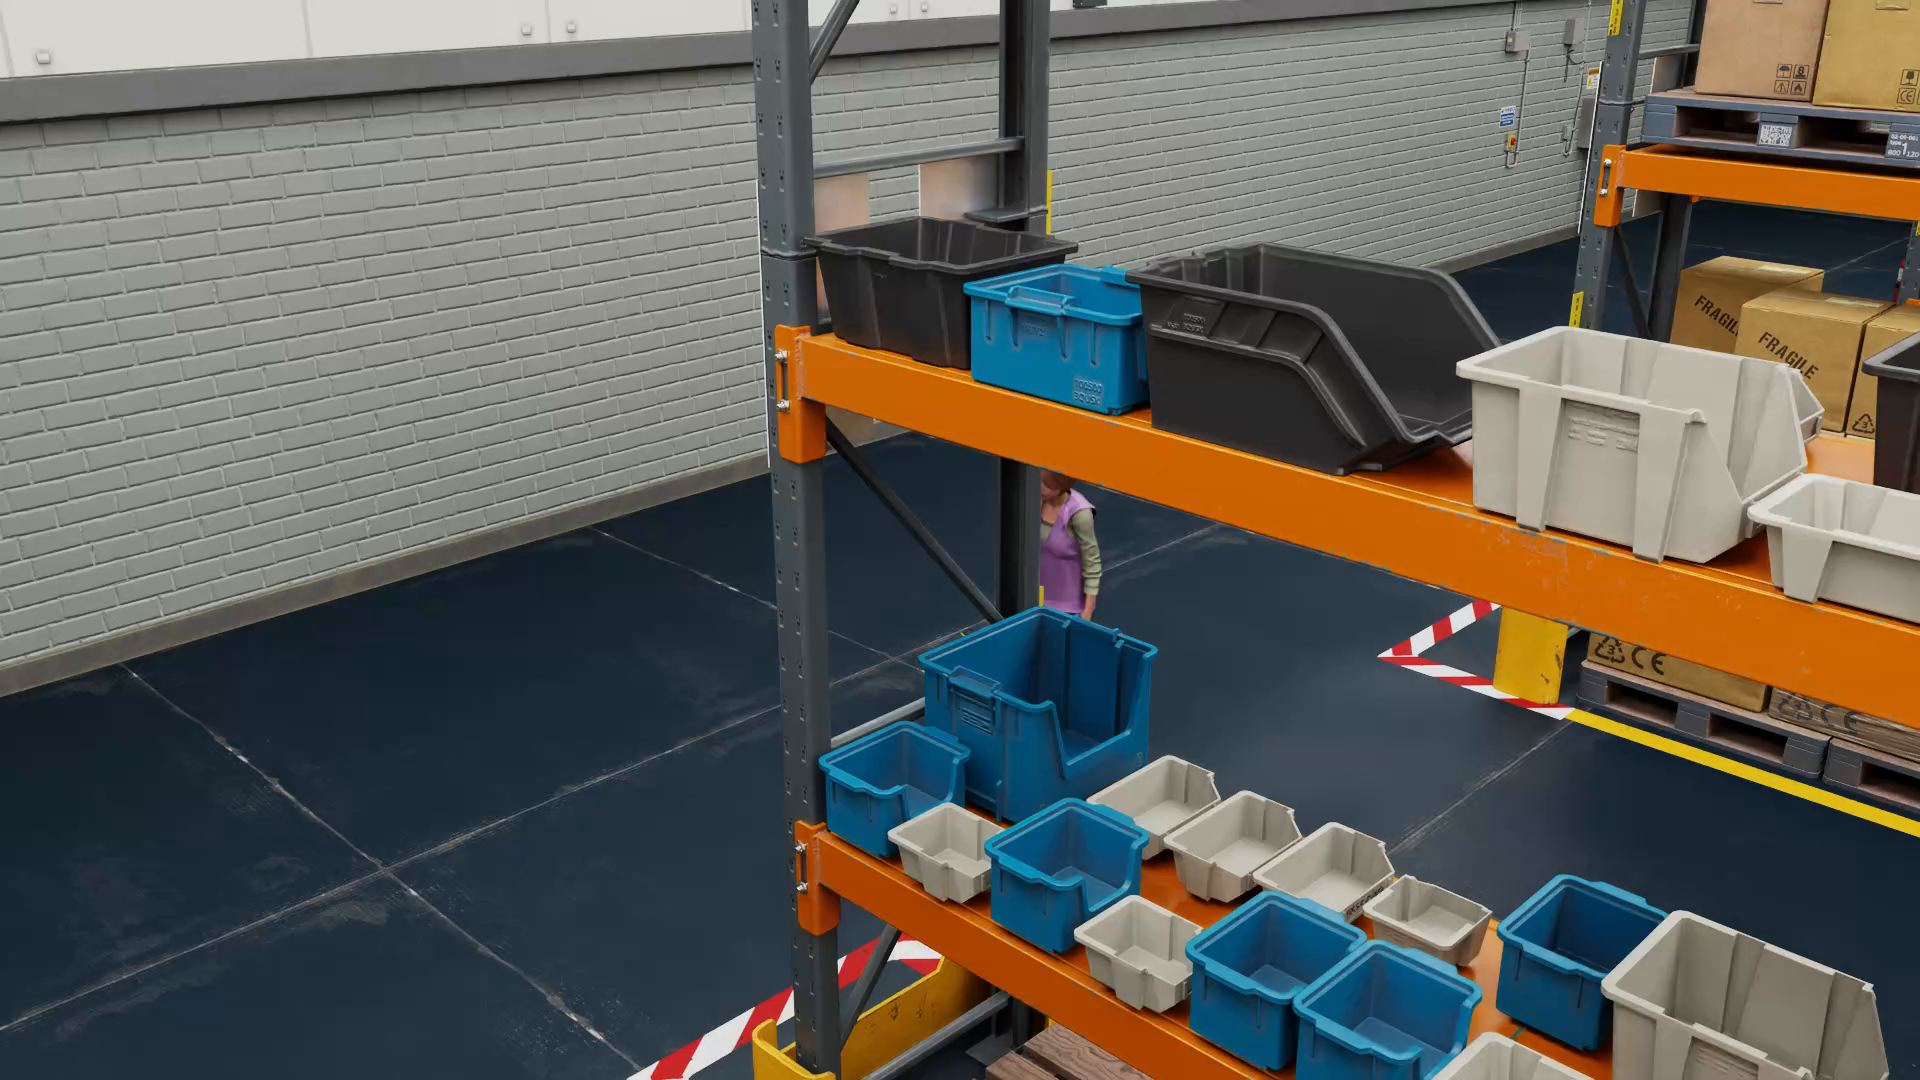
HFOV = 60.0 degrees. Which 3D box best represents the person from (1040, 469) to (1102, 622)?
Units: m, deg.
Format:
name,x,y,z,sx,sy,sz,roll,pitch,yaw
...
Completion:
name,x,y,z,sx,sy,sz,roll,pitch,yaw
person,0.444,0.314,7.775,0.466,1.591,0.346,18,27,39
